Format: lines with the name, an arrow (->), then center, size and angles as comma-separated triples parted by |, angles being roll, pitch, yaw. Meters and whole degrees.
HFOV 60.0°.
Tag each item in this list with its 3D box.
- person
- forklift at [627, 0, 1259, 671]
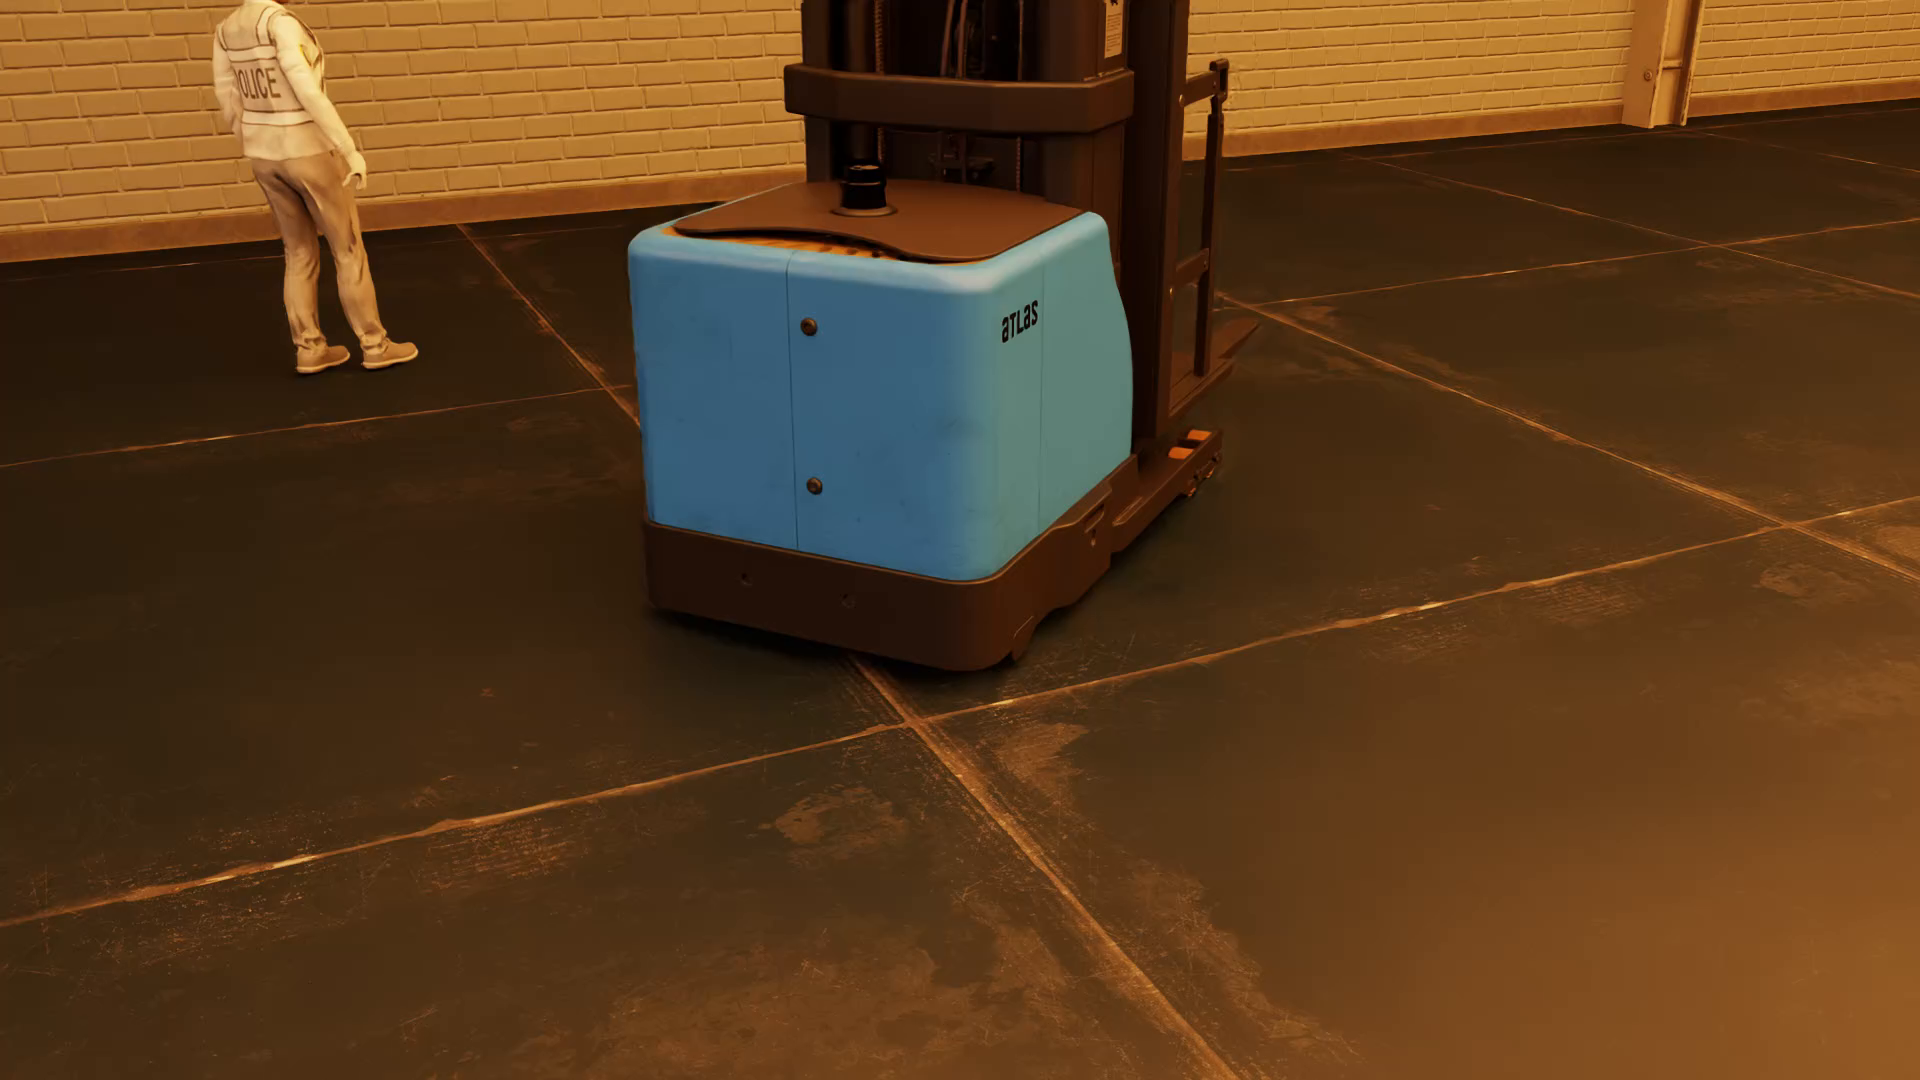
person -> -2.543, -1.502, 6.531 | 0.635, 1.685, 0.482 | 11, 25, 24
forklift -> 0.236, -1.557, 5.034 | 1.130, 2.935, 3.031 | 10, 25, 23
